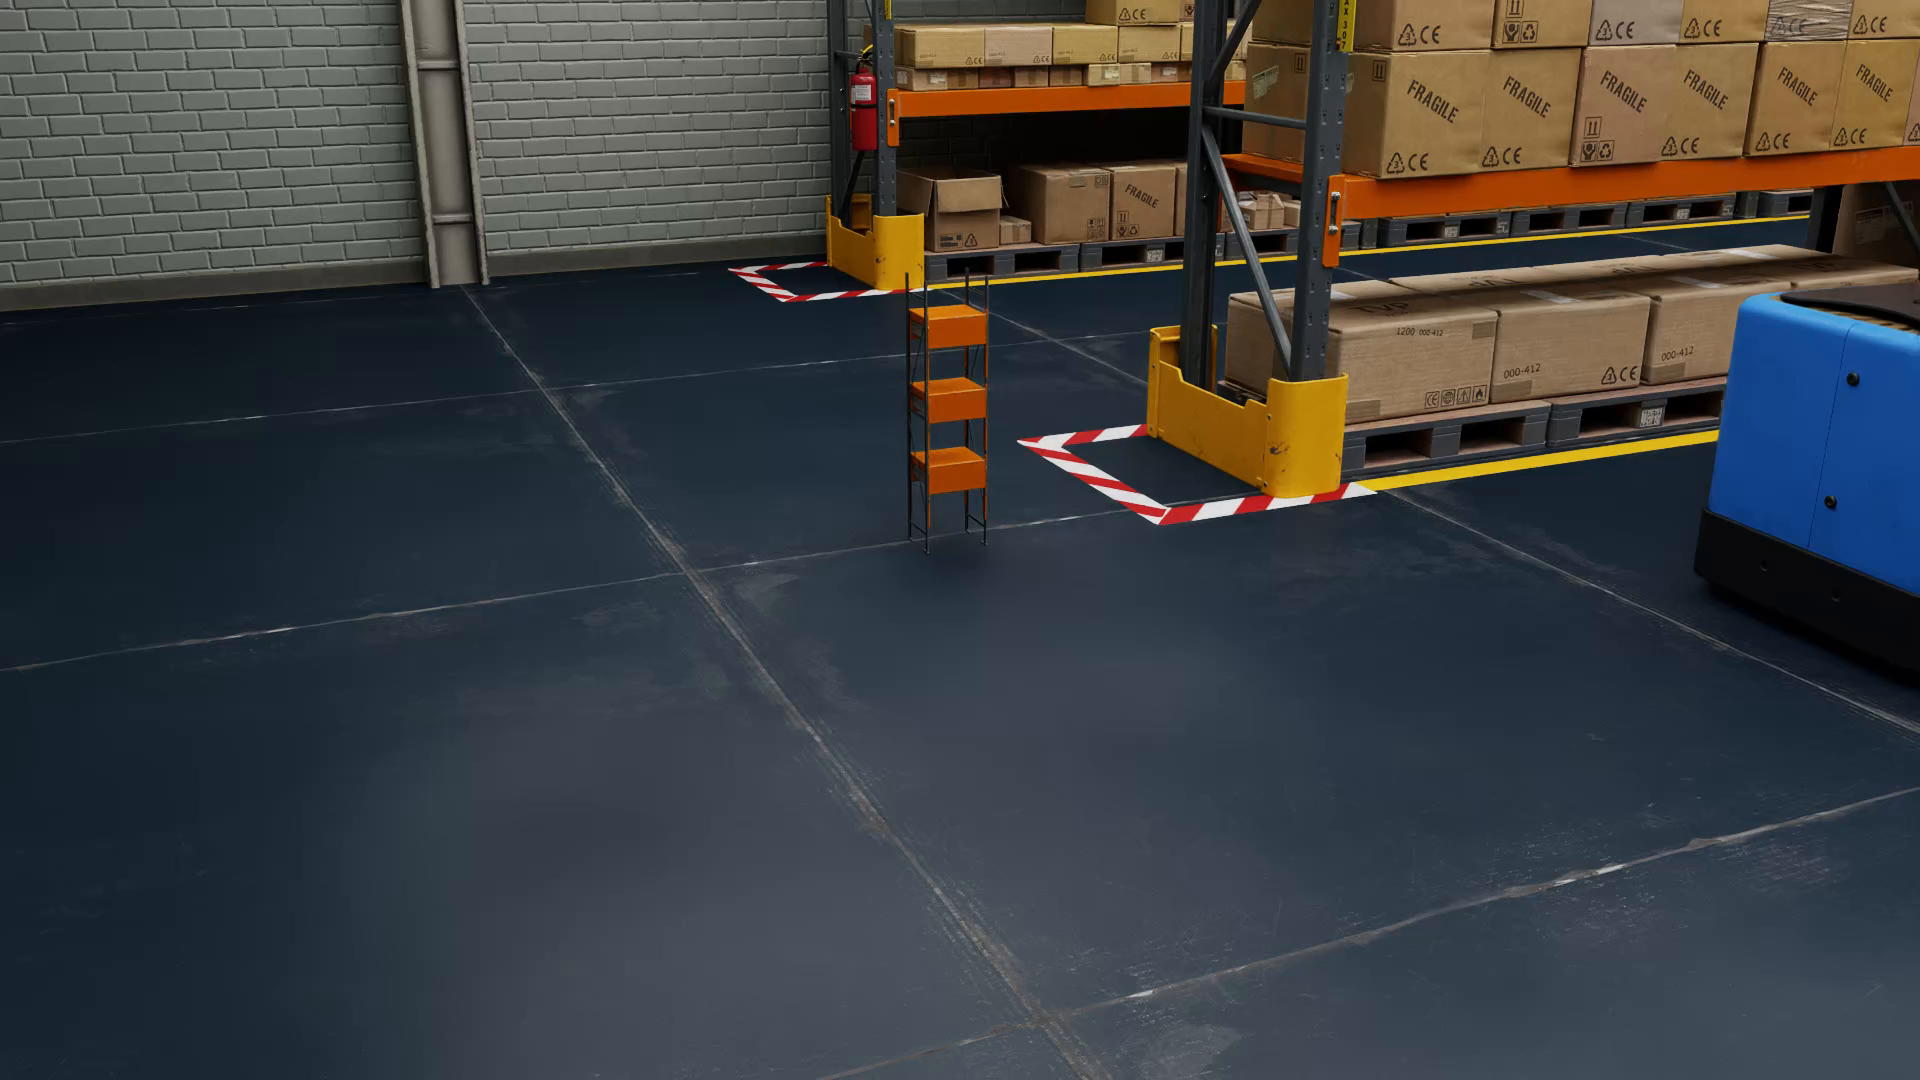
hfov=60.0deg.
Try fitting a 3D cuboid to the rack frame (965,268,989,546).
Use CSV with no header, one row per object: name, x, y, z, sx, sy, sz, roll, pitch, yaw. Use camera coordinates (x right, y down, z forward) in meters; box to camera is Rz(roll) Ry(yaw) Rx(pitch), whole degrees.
rack frame,0.063,-0.504,6.373,0.008,1.050,0.200,-8,21,-22

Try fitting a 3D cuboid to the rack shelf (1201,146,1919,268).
rack shelf,3.122,-1.710,7.944,4.000,0.370,1.077,-8,21,-22

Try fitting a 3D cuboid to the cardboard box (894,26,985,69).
cardboard box,-0.161,-3.346,11.287,0.500,0.250,0.500,-8,21,-22

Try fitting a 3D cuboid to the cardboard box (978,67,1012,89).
cardboard box,0.169,-3.233,11.566,0.250,0.149,0.380,-8,21,-23

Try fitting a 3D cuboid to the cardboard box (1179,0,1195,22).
cardboard box,1.516,-4.134,12.395,0.500,0.500,0.500,-9,21,-23

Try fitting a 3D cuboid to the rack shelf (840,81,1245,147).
rack shelf,1.152,-3.223,12.242,4.000,0.370,1.077,-8,21,-22

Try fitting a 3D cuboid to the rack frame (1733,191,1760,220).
rack frame,6.661,-4.351,14.364,0.127,3.000,1.000,-8,21,-22

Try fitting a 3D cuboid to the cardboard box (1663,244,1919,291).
cardboard box,4.339,-1.252,8.786,0.875,0.438,0.875,-8,21,-23

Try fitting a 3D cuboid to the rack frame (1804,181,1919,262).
rack frame,4.958,-2.312,8.572,0.127,3.000,1.000,-8,21,-22

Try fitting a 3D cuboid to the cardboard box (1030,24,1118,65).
cardboard box,0.766,-3.480,11.668,0.500,0.250,0.500,-9,21,-23

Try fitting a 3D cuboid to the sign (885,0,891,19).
sign,-0.469,-3.542,10.762,0.005,0.325,0.100,-8,21,-22

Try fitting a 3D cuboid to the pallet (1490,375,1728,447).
pallet,3.107,-0.759,8.359,1.213,0.211,1.003,-8,21,-22

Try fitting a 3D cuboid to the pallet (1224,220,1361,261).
pallet,2.357,-2.420,13.077,1.213,0.211,1.003,-8,21,-22

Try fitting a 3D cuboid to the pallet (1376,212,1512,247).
pallet,3.720,-2.628,13.670,1.213,0.211,1.003,-8,21,-22

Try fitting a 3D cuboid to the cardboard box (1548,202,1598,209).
cardboard box,4.945,-3.043,13.779,0.500,0.500,0.500,-9,21,-24

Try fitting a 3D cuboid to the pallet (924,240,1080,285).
pallet,0.117,-2.099,12.166,1.213,0.211,1.003,-8,21,-22

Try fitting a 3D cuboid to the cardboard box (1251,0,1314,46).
cardboard box,1.634,-2.441,7.281,0.500,0.500,0.500,-7,21,-20

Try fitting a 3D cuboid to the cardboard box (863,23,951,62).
cardboard box,-0.367,-3.510,11.752,0.500,0.250,0.500,-8,21,-20

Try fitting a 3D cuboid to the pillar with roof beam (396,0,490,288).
pillar with roof beam,-1.812,-4.736,6.424,0.400,9.000,9.100,-8,21,-22

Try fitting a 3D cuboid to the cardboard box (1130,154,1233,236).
cardboard box,1.668,-2.607,12.541,0.500,0.500,0.700,-9,21,-24

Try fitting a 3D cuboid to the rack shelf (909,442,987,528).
rack shelf,-0.049,-0.216,6.423,0.240,0.259,0.215,-8,21,-22

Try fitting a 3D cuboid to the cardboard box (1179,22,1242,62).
cardboard box,1.700,-3.621,12.069,0.500,0.250,0.500,-8,21,-22

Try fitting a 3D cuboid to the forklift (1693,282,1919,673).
forklift,4.210,-1.220,5.573,3.031,2.935,1.130,-7,20,-18

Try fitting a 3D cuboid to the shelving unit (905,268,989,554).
shelving unit,-0.049,-0.488,6.328,0.252,1.050,0.215,-8,21,-22

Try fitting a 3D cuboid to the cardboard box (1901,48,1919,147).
cardboard box,4.633,-2.220,8.161,0.500,0.500,0.500,-8,21,-21

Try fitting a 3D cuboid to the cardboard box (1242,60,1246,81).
cardboard box,2.085,-3.479,12.265,0.250,0.149,0.380,-8,21,-21

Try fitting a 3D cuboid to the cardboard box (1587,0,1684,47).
cardboard box,2.780,-2.421,7.226,0.500,0.500,0.500,-8,21,-22

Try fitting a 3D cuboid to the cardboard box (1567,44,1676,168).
cardboard box,2.767,-1.945,7.379,0.500,0.500,0.500,-8,21,-22

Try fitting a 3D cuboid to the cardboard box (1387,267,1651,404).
cardboard box,2.689,-1.016,8.116,0.875,0.438,0.875,-8,21,-20

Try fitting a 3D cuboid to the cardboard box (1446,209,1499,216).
cardboard box,4.007,-2.912,13.408,0.500,0.500,0.500,-8,21,-23

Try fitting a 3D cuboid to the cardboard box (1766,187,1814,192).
cardboard box,7.239,-3.507,14.910,0.625,0.625,0.875,-7,21,-20

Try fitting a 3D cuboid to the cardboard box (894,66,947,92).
cardboard box,-0.274,-3.140,11.302,0.250,0.149,0.380,-8,21,-22

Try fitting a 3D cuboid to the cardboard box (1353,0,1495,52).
cardboard box,1.839,-2.281,6.828,0.500,0.500,0.500,-9,21,-23

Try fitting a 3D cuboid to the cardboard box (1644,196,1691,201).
cardboard box,5.894,-3.187,14.188,0.500,0.500,0.500,-8,21,-23

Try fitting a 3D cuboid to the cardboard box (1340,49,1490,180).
cardboard box,1.840,-1.809,6.992,0.500,0.500,0.500,-8,21,-22

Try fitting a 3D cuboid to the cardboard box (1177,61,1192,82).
cardboard box,1.580,-3.437,12.146,0.250,0.149,0.380,-8,21,-21

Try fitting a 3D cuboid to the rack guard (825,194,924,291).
rack guard,-0.615,-2.130,11.819,0.348,0.500,1.175,-8,21,-22

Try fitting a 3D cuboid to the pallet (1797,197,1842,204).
pallet,8.551,-3.292,15.553,1.213,0.211,1.003,-8,21,-22

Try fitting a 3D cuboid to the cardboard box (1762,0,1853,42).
cardboard box,3.701,-2.551,7.593,0.500,0.500,0.500,-8,21,-21

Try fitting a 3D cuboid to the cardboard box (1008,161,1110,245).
cardboard box,0.715,-2.470,12.153,0.500,0.500,0.700,-7,21,-20

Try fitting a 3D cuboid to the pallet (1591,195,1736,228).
pallet,5.961,-2.949,14.581,1.213,0.211,1.003,-8,21,-22

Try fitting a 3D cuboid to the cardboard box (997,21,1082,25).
cardboard box,0.563,-3.641,12.125,0.500,0.250,0.500,-7,21,-20

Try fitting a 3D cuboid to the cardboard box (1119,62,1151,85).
cardboard box,1.162,-3.335,11.856,0.250,0.149,0.380,-8,21,-21

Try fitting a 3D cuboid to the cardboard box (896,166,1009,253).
cardboard box,-0.085,-2.371,11.867,0.637,0.503,0.797,-9,21,-24

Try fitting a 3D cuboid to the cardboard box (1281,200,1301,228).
cardboard box,2.593,-2.516,12.811,0.250,0.149,0.380,-9,21,-24

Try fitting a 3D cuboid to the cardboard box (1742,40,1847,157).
cardboard box,3.707,-2.080,7.763,0.500,0.500,0.500,-8,21,-23

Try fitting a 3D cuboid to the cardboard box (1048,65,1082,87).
cardboard box,0.667,-3.284,11.711,0.250,0.149,0.380,-8,21,-21
